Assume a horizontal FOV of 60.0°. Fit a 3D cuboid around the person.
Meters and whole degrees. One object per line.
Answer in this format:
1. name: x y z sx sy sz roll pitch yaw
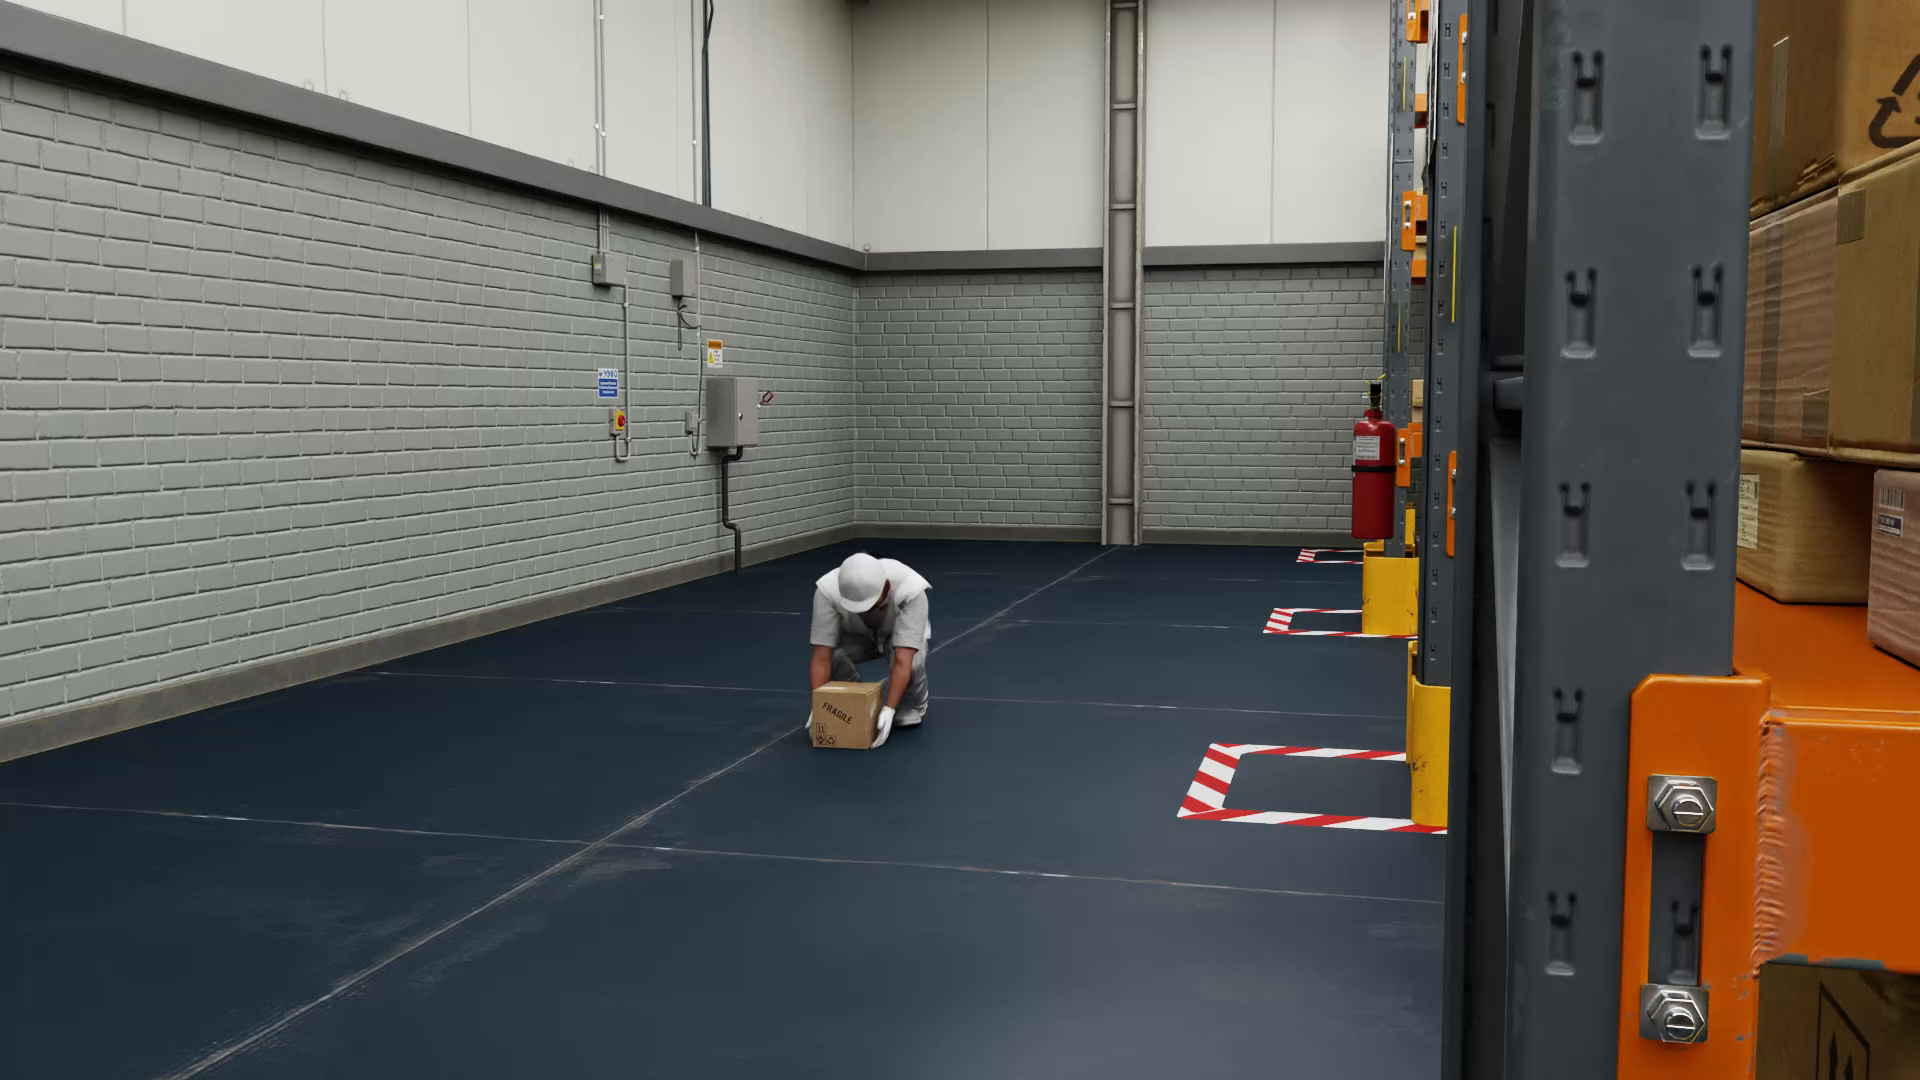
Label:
1. person: -0.381 0.466 7.615 0.569 0.884 0.913 1 5 14
